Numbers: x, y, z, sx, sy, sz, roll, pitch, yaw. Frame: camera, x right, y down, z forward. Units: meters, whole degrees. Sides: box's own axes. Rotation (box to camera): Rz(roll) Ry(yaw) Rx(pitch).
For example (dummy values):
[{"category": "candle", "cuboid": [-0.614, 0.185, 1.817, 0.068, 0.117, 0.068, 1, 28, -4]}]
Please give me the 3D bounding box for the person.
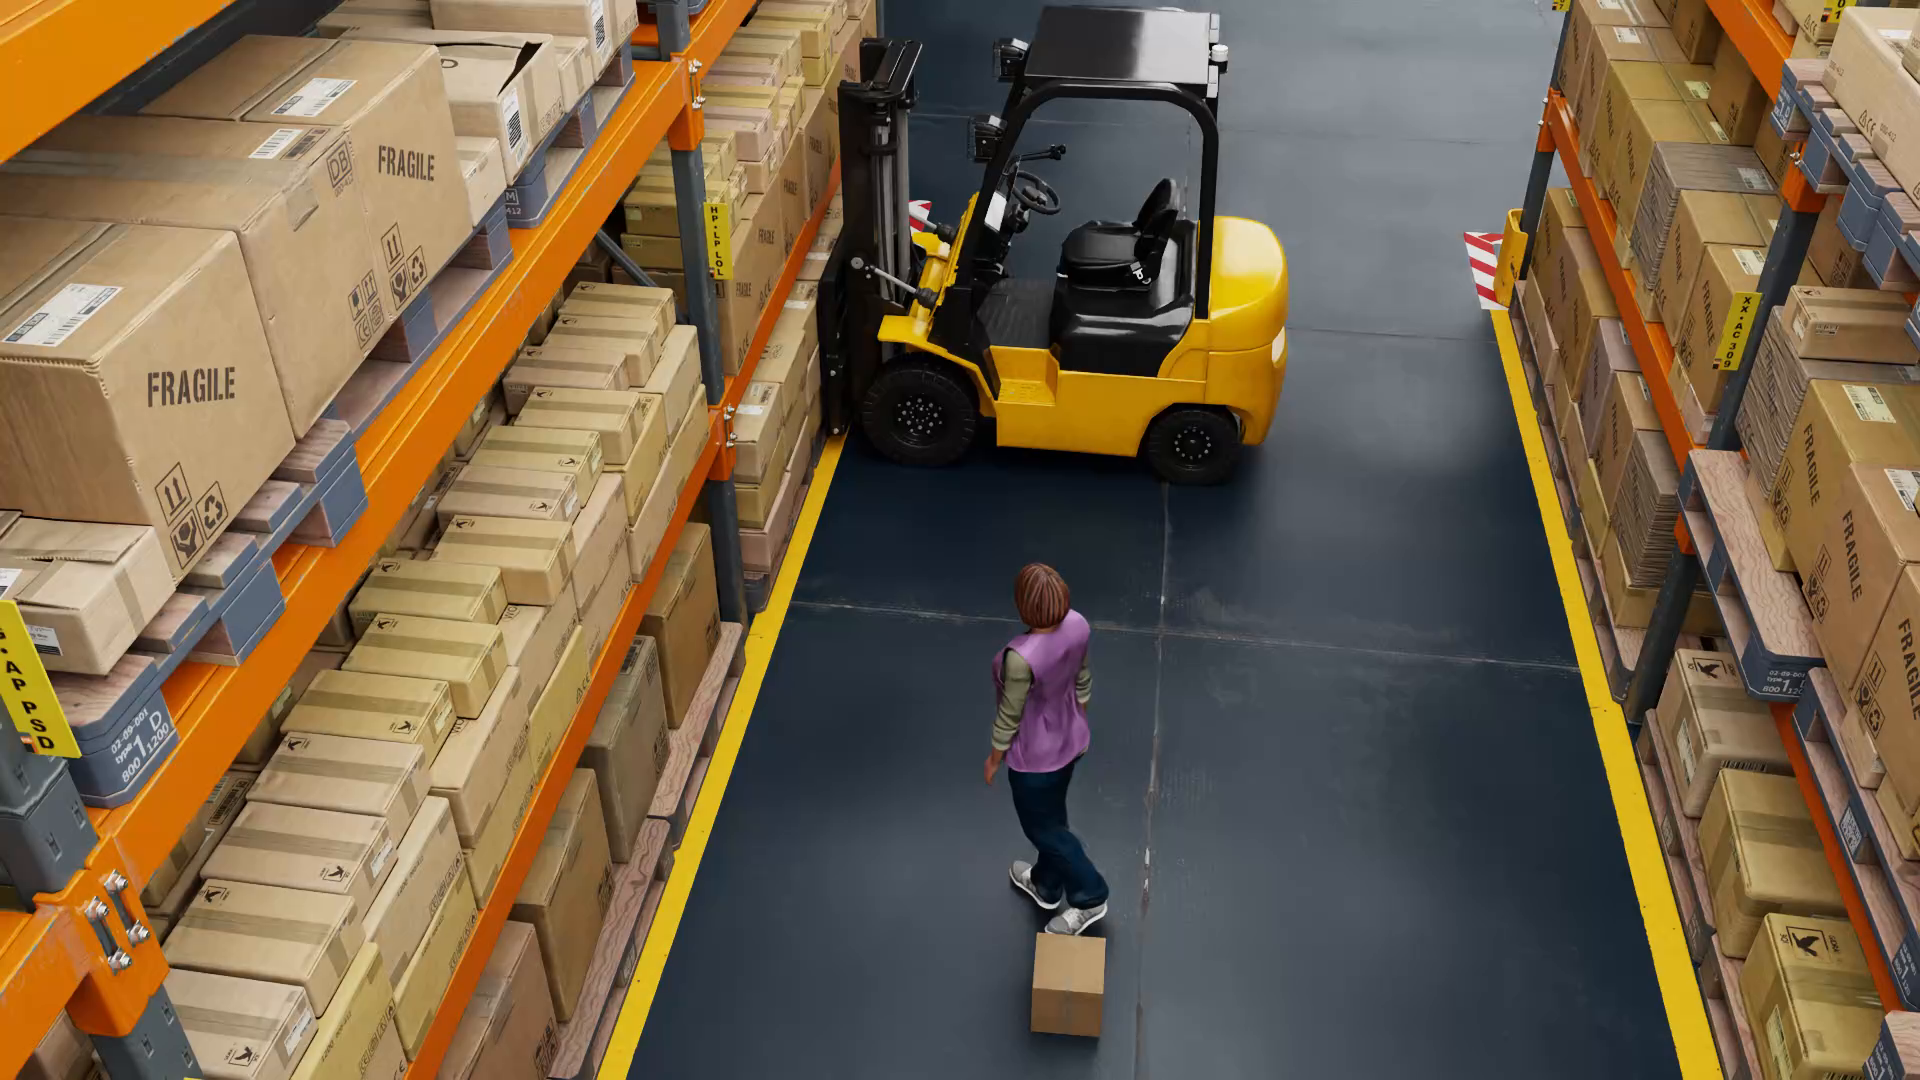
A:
[{"category": "person", "cuboid": [0.344, 0.775, 5.988, 0.475, 1.595, 0.421, 25, 44, 30]}]
